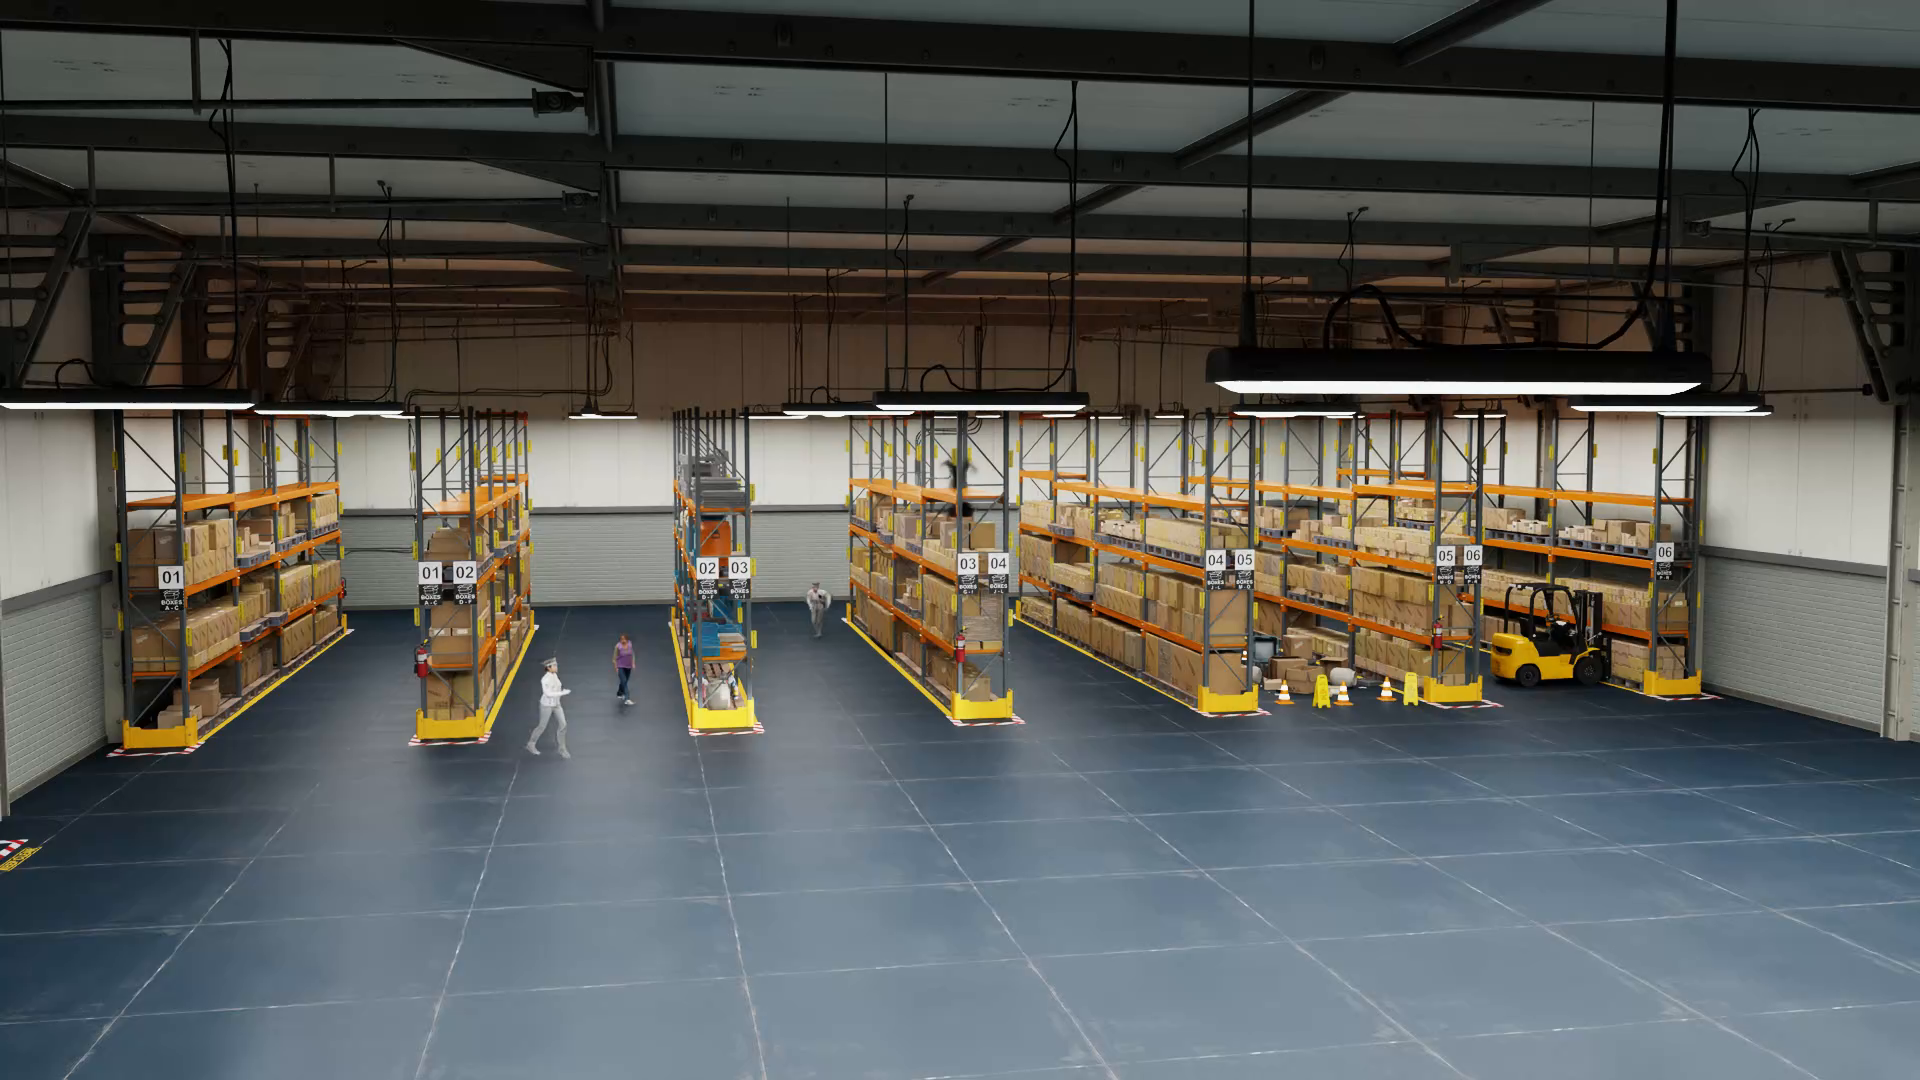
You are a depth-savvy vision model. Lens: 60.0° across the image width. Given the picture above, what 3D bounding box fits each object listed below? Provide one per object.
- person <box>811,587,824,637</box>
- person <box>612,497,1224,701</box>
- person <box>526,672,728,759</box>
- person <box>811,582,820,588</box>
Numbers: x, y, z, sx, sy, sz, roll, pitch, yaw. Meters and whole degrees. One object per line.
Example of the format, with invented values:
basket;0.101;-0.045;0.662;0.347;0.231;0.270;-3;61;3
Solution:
person;-3.787;1.847;44.171;0.348;1.485;0.737;0;4;5
person;-1.083;0.907;42.364;20.412;3.497;6.656;-3;5;-39
person;-5.923;2.813;30.350;1.570;1.457;5.148;1;4;19
person;2.397;1.660;46.977;4.884;1.526;13.430;4;6;44
